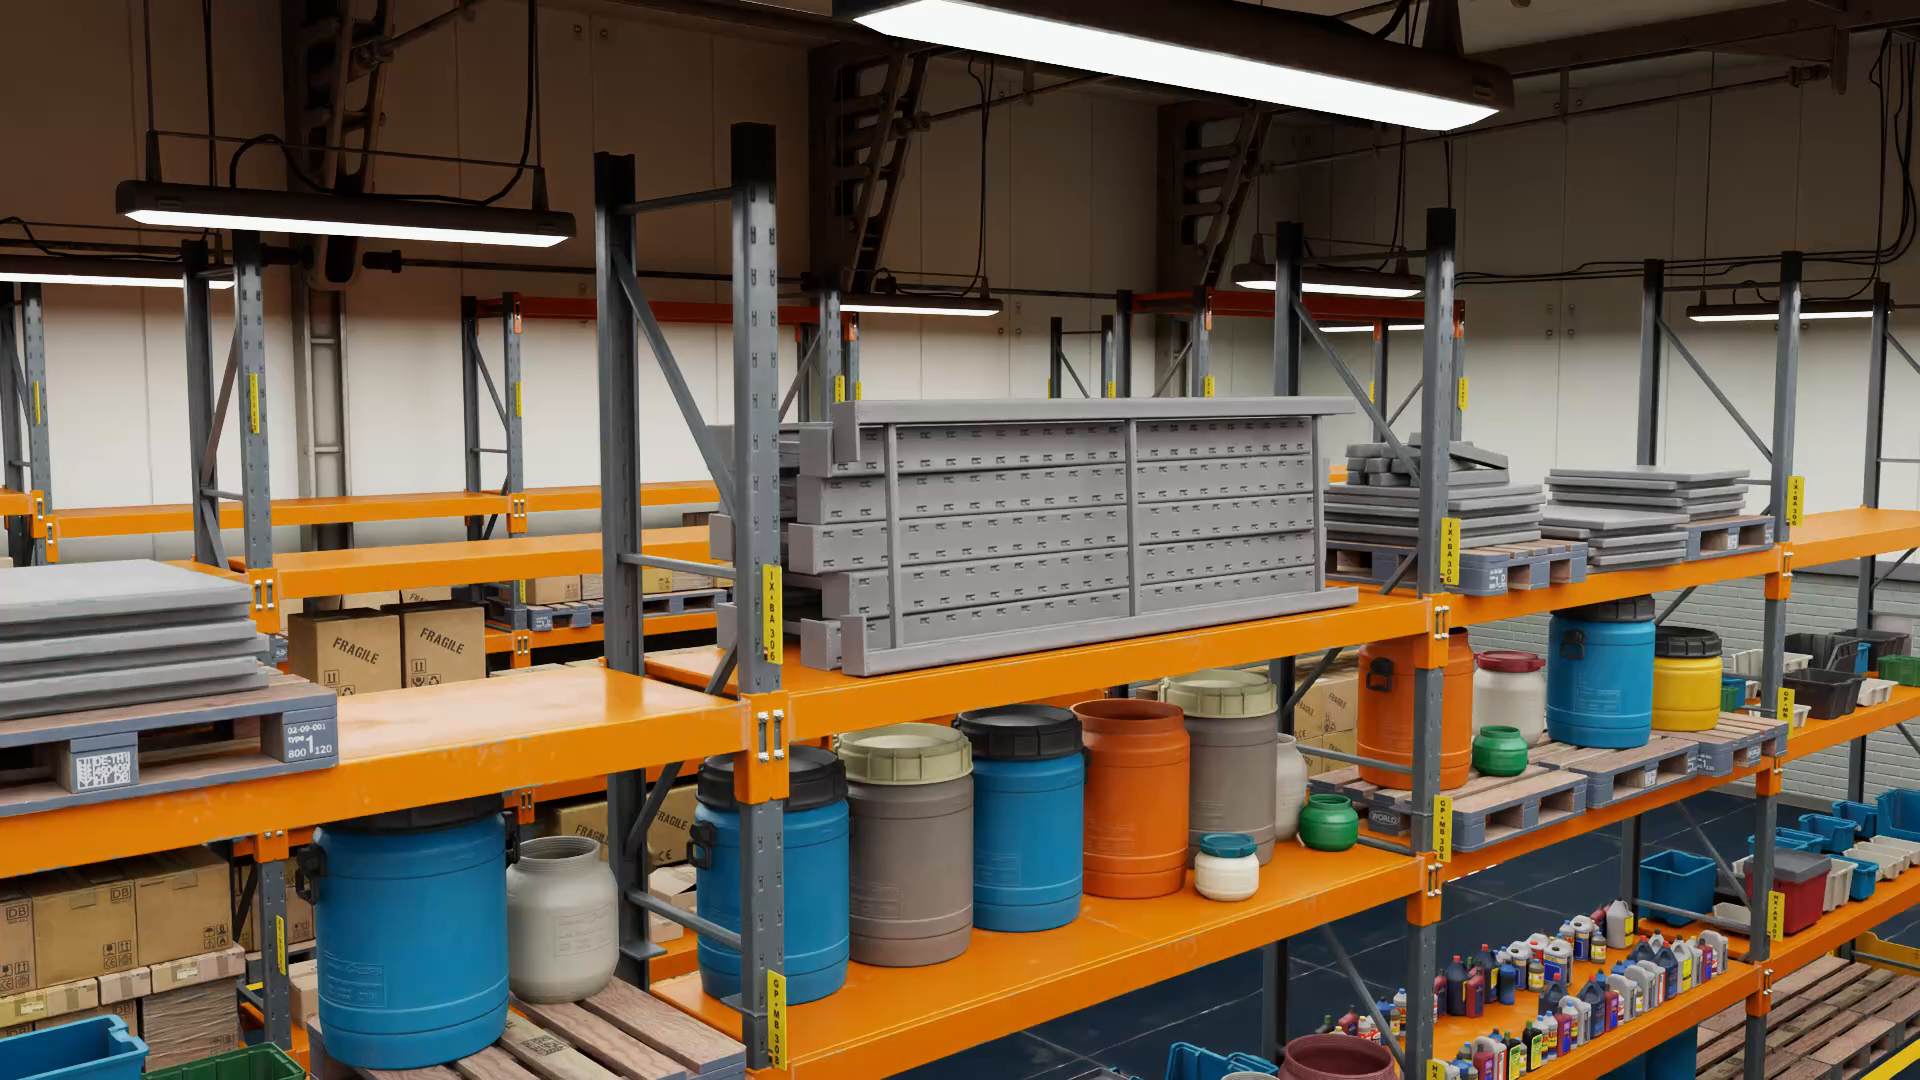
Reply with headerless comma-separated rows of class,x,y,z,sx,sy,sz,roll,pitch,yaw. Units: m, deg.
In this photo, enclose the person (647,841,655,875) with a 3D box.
person,-2.742,3.007,13.949,0.523,1.658,0.450,-1,5,-6
